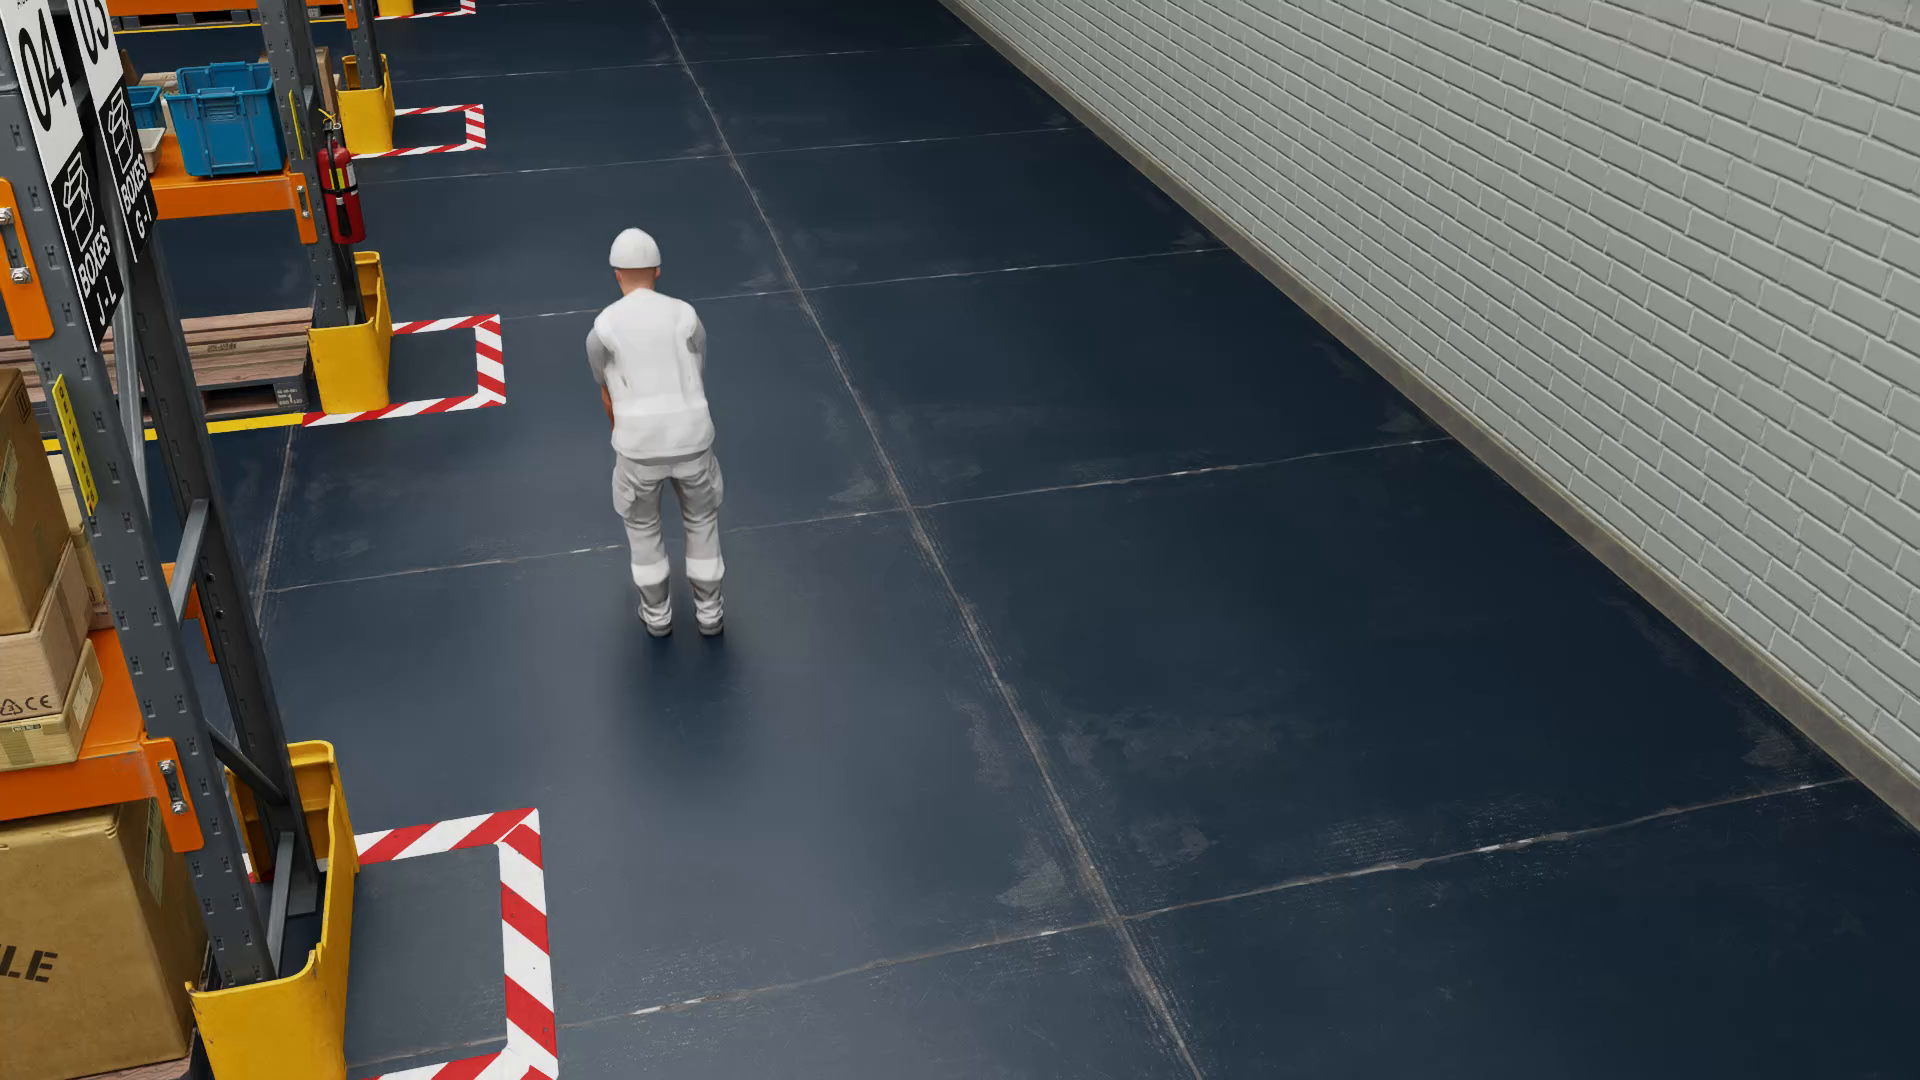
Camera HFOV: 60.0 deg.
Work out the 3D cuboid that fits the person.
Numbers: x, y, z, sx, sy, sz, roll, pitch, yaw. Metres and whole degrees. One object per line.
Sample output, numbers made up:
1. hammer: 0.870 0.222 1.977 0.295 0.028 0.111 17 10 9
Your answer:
1. person: -1.252 -0.417 6.889 0.485 1.725 0.602 -8 31 -14
